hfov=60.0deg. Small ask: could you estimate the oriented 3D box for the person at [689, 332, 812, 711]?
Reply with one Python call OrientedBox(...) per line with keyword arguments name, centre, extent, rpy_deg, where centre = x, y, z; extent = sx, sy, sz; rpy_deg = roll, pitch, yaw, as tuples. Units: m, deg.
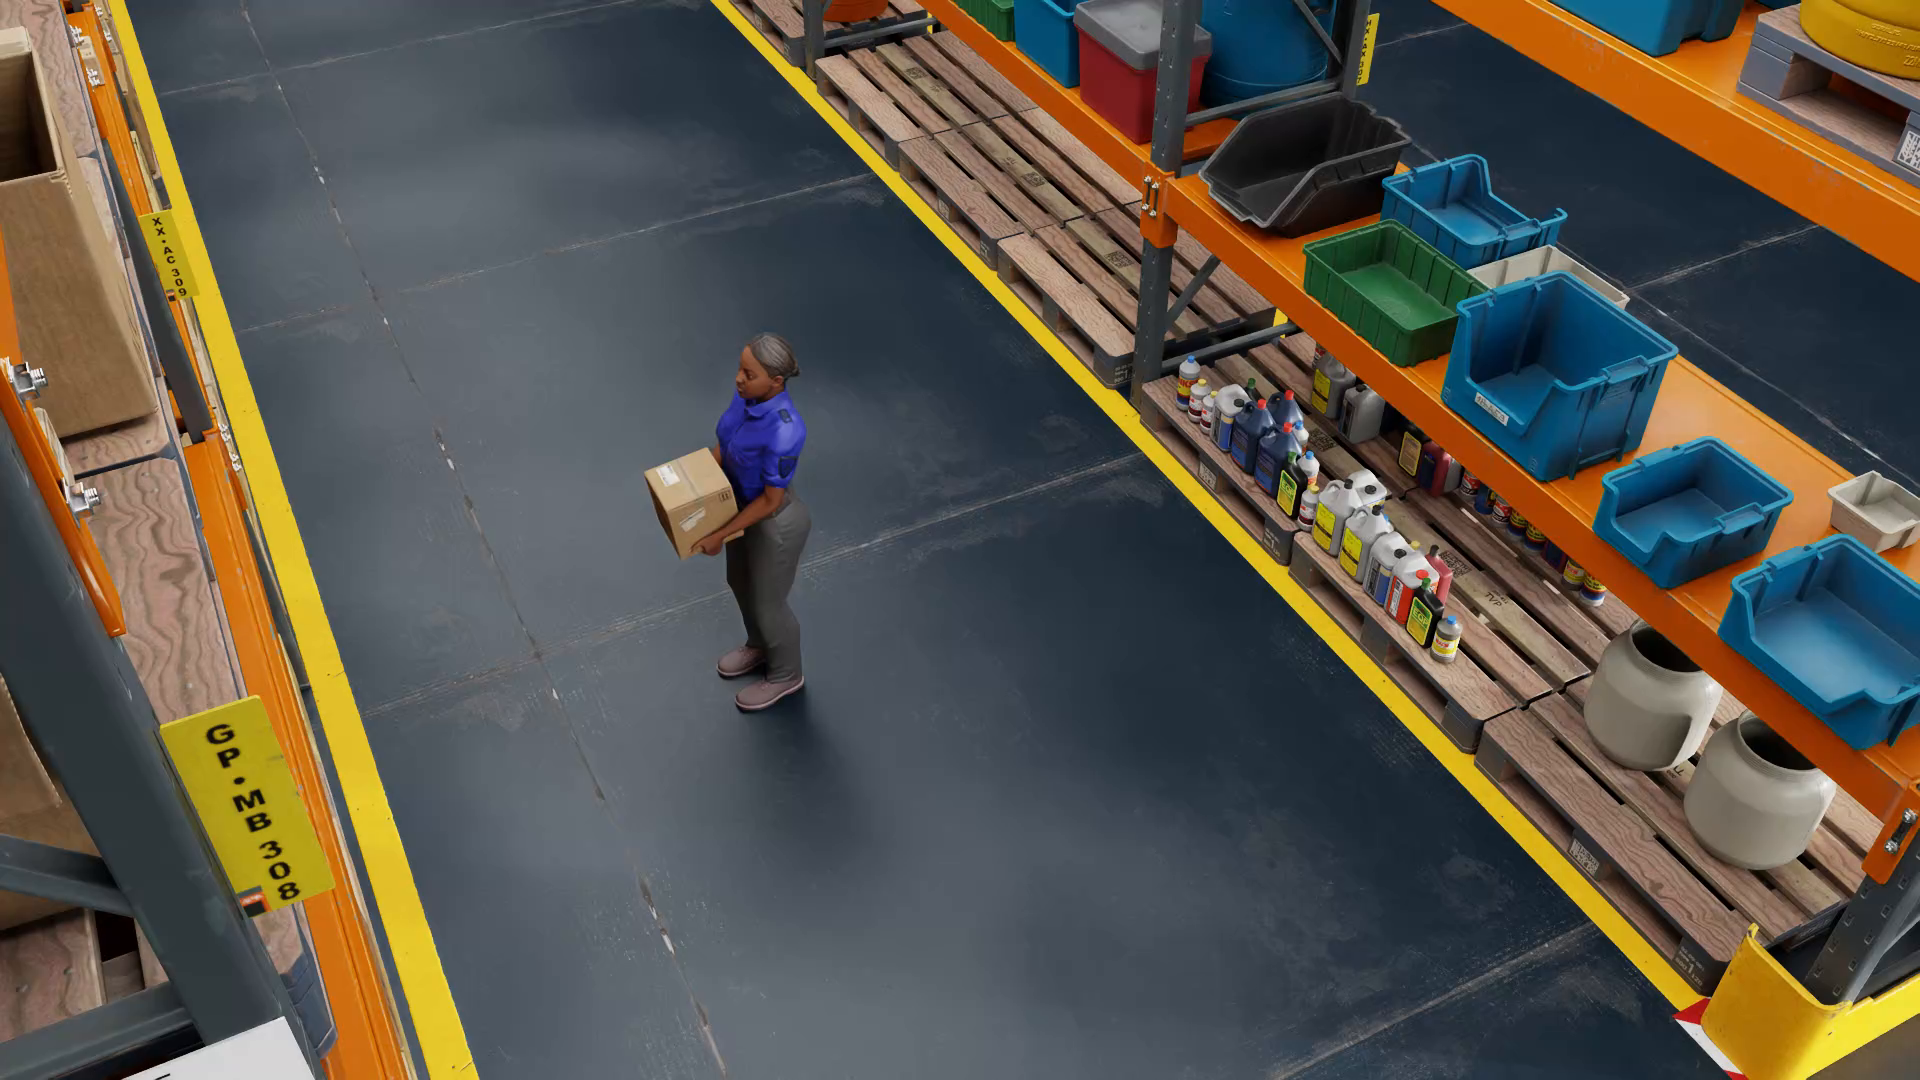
OrientedBox(name="person", centre=(-0.803, -0.053, 6.231), extent=(0.523, 1.647, 0.450), rpy_deg=(-18, 45, -20))
